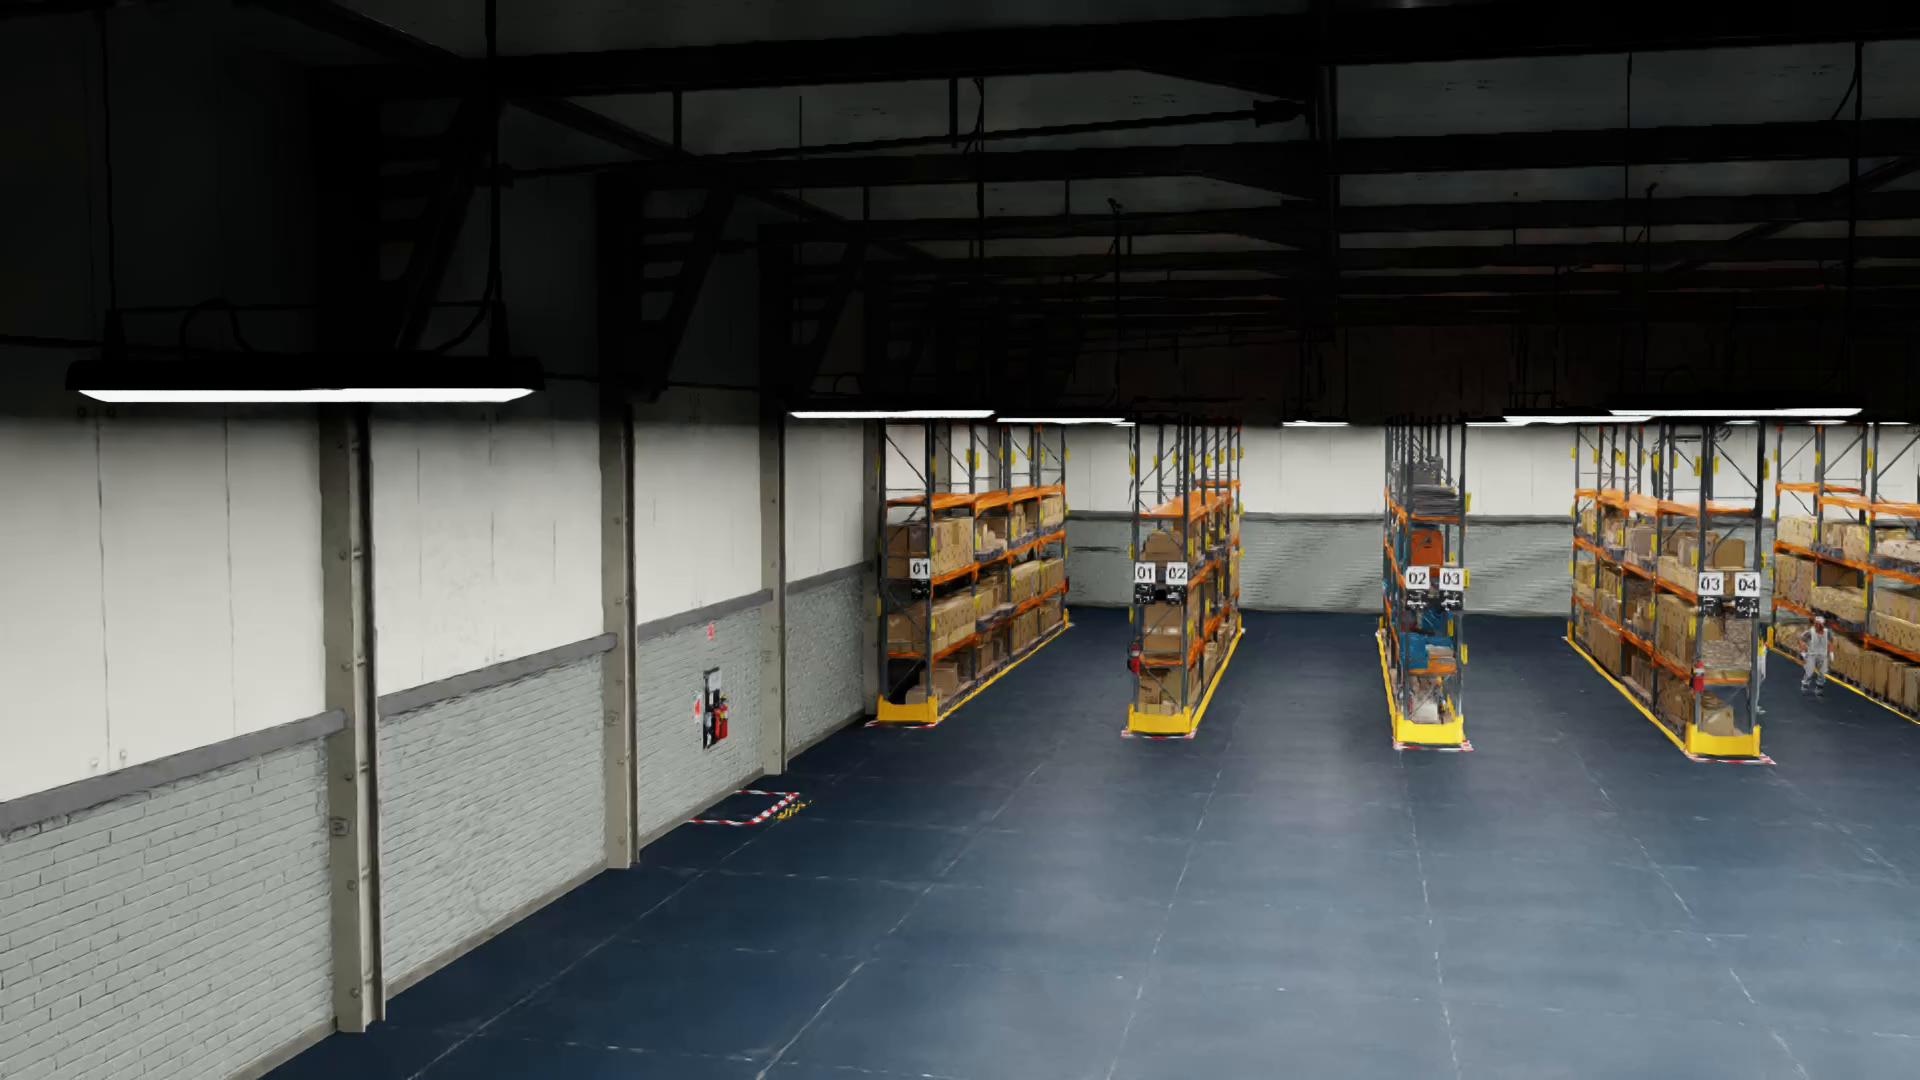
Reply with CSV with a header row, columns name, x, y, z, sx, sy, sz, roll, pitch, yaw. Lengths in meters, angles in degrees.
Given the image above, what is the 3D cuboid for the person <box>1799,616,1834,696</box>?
name,x,y,z,sx,sy,sz,roll,pitch,yaw
person,18.262,2.464,35.435,0.677,1.742,0.547,1,4,13

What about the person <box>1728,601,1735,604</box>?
name,x,y,z,sx,sy,sz,roll,pitch,yaw
person,20.869,1.840,44.594,0.608,1.741,0.957,3,5,37

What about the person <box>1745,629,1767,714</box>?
name,x,y,z,sx,sy,sz,roll,pitch,yaw
person,15.984,2.617,33.373,0.416,1.676,0.537,-1,4,-17
